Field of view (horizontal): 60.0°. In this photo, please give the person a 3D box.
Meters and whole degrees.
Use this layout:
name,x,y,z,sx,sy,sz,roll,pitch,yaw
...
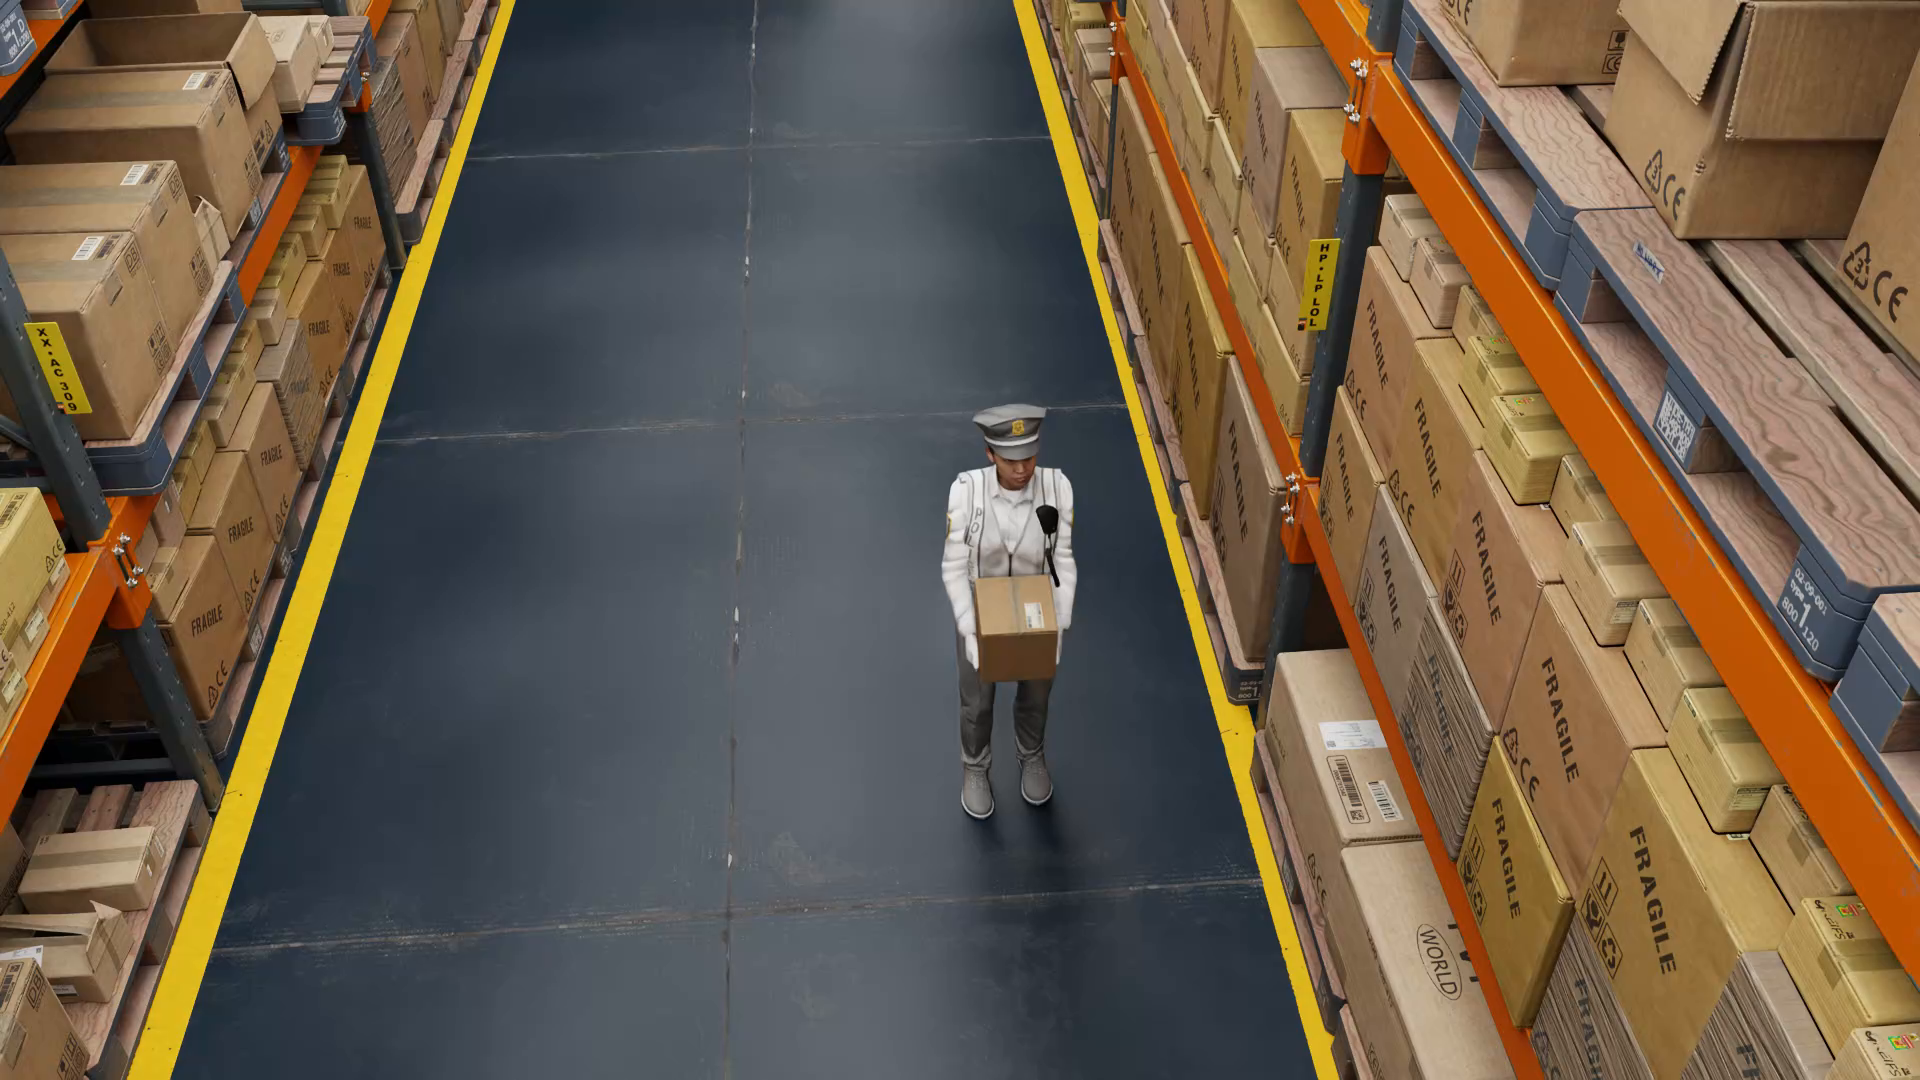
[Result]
name,x,y,z,sx,sy,sz,roll,pitch,yaw
person,0.168,0.298,5.775,0.457,1.690,0.539,-3,39,-4
